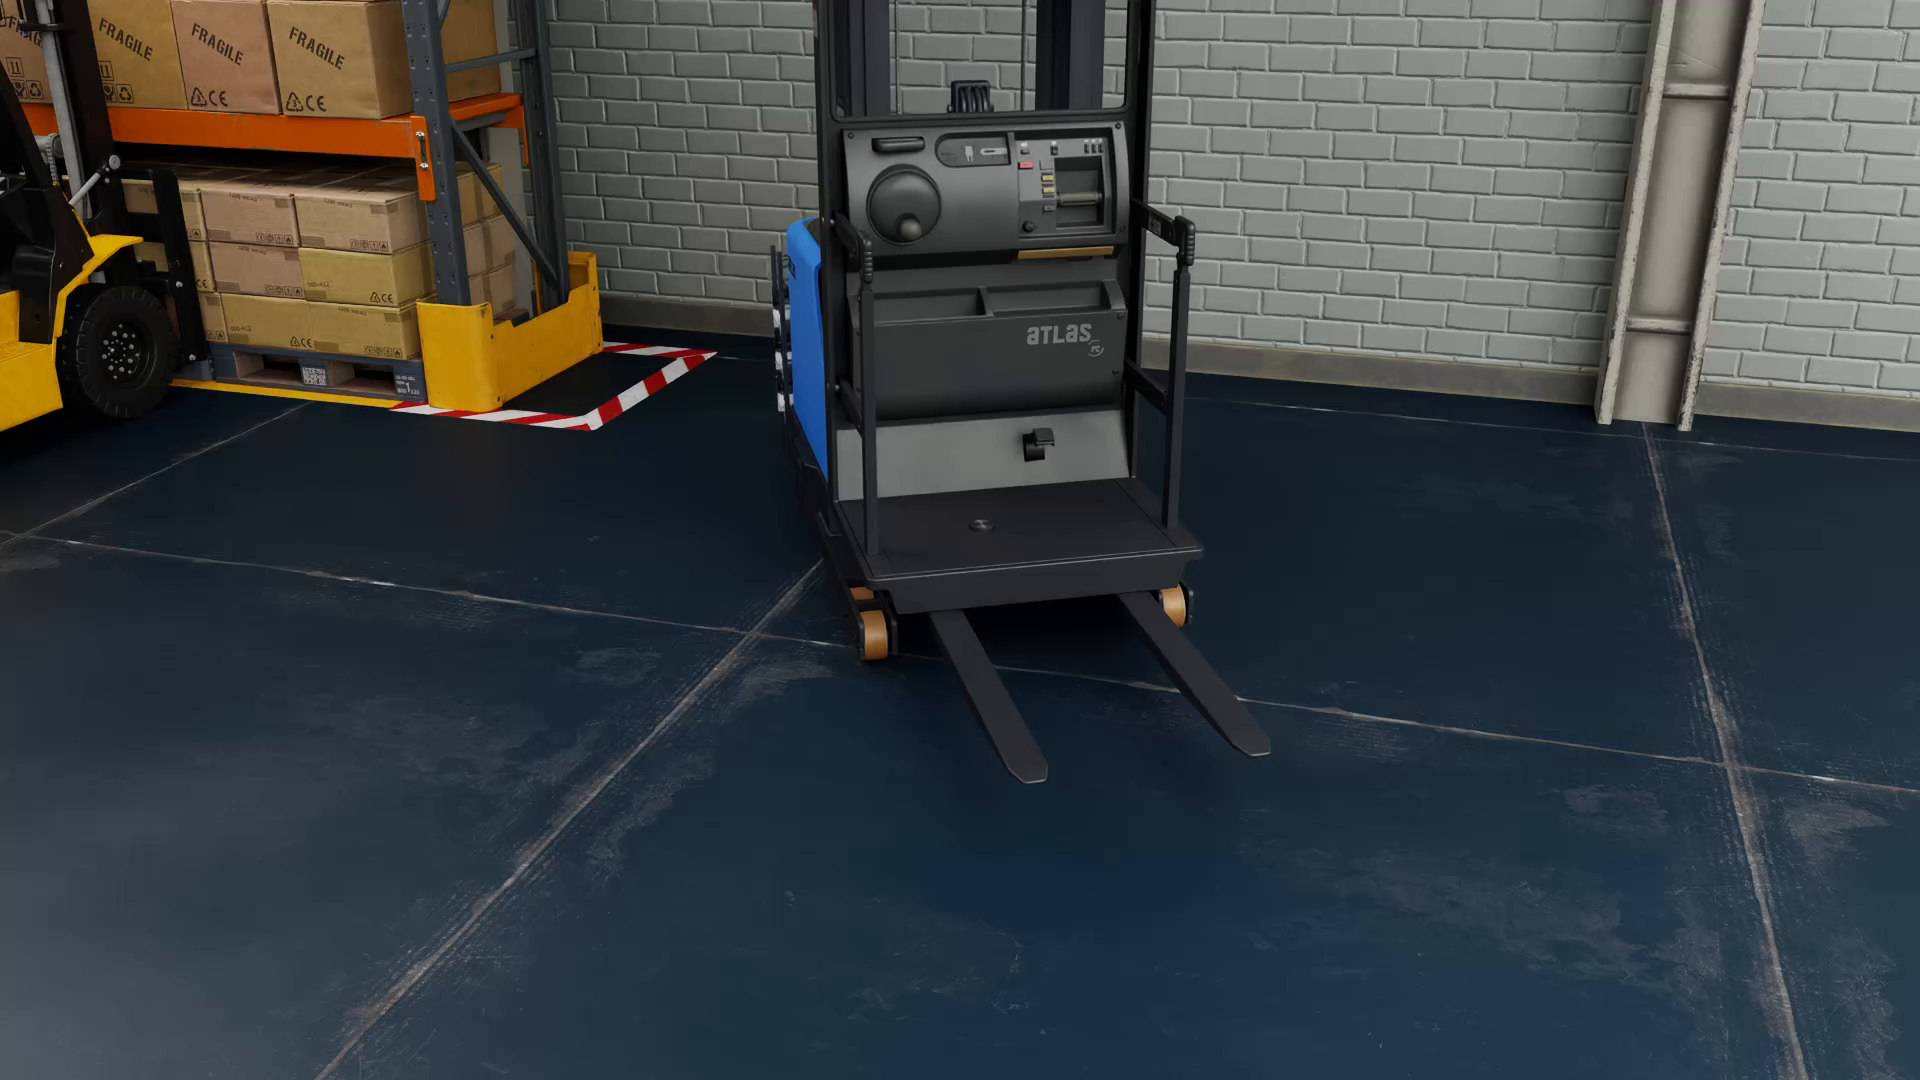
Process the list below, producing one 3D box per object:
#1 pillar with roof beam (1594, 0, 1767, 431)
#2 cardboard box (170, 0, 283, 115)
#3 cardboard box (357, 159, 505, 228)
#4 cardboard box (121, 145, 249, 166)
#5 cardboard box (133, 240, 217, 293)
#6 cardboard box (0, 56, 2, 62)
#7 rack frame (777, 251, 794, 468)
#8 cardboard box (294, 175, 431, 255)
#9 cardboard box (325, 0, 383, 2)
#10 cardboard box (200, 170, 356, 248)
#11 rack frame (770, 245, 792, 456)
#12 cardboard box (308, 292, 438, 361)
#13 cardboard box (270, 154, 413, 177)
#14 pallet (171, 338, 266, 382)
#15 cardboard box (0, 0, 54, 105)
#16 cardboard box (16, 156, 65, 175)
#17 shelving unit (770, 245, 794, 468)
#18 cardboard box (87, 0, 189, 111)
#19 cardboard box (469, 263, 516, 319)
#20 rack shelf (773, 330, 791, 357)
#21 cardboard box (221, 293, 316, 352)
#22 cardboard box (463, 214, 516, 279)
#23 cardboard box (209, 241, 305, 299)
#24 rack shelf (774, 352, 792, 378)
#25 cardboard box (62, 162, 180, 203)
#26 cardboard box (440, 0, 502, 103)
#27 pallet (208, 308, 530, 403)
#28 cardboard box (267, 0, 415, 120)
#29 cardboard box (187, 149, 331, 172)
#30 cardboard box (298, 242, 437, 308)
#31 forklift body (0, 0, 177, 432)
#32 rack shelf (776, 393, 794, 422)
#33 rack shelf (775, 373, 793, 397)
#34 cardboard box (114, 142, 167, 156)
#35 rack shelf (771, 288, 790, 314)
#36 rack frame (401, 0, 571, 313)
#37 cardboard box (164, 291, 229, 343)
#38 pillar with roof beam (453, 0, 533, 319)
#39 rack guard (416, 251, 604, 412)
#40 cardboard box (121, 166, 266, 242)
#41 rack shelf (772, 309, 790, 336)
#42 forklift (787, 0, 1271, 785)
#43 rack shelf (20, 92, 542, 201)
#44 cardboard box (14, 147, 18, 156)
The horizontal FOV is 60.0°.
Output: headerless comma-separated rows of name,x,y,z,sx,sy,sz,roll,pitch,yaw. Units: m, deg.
pillar with roof beam,1.890,-3.165,2.128,0.400,9.000,9.100,7,23,16
cardboard box,-3.246,-2.272,7.725,0.500,0.500,0.500,7,23,17
cardboard box,-2.610,-1.713,8.247,0.500,0.250,0.500,6,23,15
cardboard box,-4.054,-1.884,8.663,0.500,0.250,0.500,6,23,14
cardboard box,-3.738,-1.408,8.162,0.500,0.250,0.500,6,23,14
cardboard box,-4.696,-2.442,8.140,0.500,0.500,0.500,6,23,15
rack frame,-0.611,-0.742,6.849,0.240,0.900,0.006,-5,18,-12
cardboard box,-2.736,-1.529,7.798,0.500,0.250,0.500,7,23,17
cardboard box,-2.618,-2.490,7.401,0.250,0.149,0.380,7,23,16
cardboard box,-3.226,-1.583,7.929,0.500,0.250,0.500,7,23,16
rack frame,-0.659,-0.801,7.038,0.240,0.900,0.006,-5,18,-12
cardboard box,-2.746,-1.066,7.986,0.500,0.250,0.500,7,23,16
cardboard box,-3.090,-1.767,8.377,0.500,0.250,0.500,7,23,16
pallet,-4.113,-1.120,8.723,1.213,0.211,1.003,7,23,15
cardboard box,-4.221,-2.379,7.987,0.500,0.500,0.500,7,23,16
cardboard box,-4.696,-1.753,8.344,0.500,0.250,0.500,7,23,17
shelving unit,-0.635,-0.771,6.944,0.258,0.900,0.210,-5,18,-12
cardboard box,-3.737,-2.328,7.862,0.500,0.500,0.500,6,23,14
cardboard box,-2.619,-1.254,8.445,0.500,0.250,0.500,7,23,16
rack shelf,-0.636,-0.825,6.927,0.258,0.077,0.200,-5,18,-12
cardboard box,-3.219,-1.124,8.128,0.500,0.250,0.500,7,23,15
cardboard box,-2.595,-1.488,8.355,0.500,0.250,0.500,7,23,16
cardboard box,-3.238,-1.359,8.042,0.500,0.250,0.500,6,23,15
rack shelf,-0.635,-0.739,6.954,0.258,0.077,0.200,-5,18,-12
cardboard box,-4.195,-1.693,8.197,0.500,0.250,0.500,6,23,14
cardboard box,-2.599,-2.409,8.058,0.500,0.500,0.500,7,23,17
pallet,-2.949,-0.986,8.395,1.213,0.211,1.003,7,23,16
cardboard box,-2.752,-2.212,7.578,0.500,0.500,0.500,6,23,14
cardboard box,-3.565,-1.826,8.520,0.500,0.250,0.500,6,23,15
cardboard box,-2.761,-1.300,7.899,0.500,0.250,0.500,6,23,15
forklift body,-4.547,-1.360,6.750,1.214,2.155,2.313,7,23,16
rack shelf,-0.631,-0.568,7.008,0.258,0.077,0.200,-5,18,-12
rack shelf,-0.633,-0.654,6.981,0.258,0.077,0.200,-5,18,-12
cardboard box,-4.537,-1.936,8.790,0.500,0.250,0.500,7,23,16
rack shelf,-0.640,-0.997,6.872,0.258,0.077,0.200,-5,18,-12
rack frame,-2.205,-2.207,7.698,0.127,3.000,1.000,7,23,16
cardboard box,-3.696,-1.182,8.269,0.500,0.250,0.500,7,23,16
pillar with roof beam,-3.855,-3.822,3.731,0.400,9.000,9.100,7,23,16
rack guard,-2.182,-1.048,8.166,0.348,0.500,1.175,7,23,16
cardboard box,-3.712,-1.635,8.055,0.500,0.250,0.500,7,23,16
rack shelf,-0.638,-0.911,6.900,0.258,0.077,0.200,-5,18,-12
forklift,0.142,-1.125,5.151,1.130,2.935,3.031,-5,23,-12
rack shelf,-4.120,-2.094,8.369,4.000,0.370,1.077,7,23,16
cardboard box,-5.018,-1.997,8.938,0.500,0.250,0.500,6,23,15
